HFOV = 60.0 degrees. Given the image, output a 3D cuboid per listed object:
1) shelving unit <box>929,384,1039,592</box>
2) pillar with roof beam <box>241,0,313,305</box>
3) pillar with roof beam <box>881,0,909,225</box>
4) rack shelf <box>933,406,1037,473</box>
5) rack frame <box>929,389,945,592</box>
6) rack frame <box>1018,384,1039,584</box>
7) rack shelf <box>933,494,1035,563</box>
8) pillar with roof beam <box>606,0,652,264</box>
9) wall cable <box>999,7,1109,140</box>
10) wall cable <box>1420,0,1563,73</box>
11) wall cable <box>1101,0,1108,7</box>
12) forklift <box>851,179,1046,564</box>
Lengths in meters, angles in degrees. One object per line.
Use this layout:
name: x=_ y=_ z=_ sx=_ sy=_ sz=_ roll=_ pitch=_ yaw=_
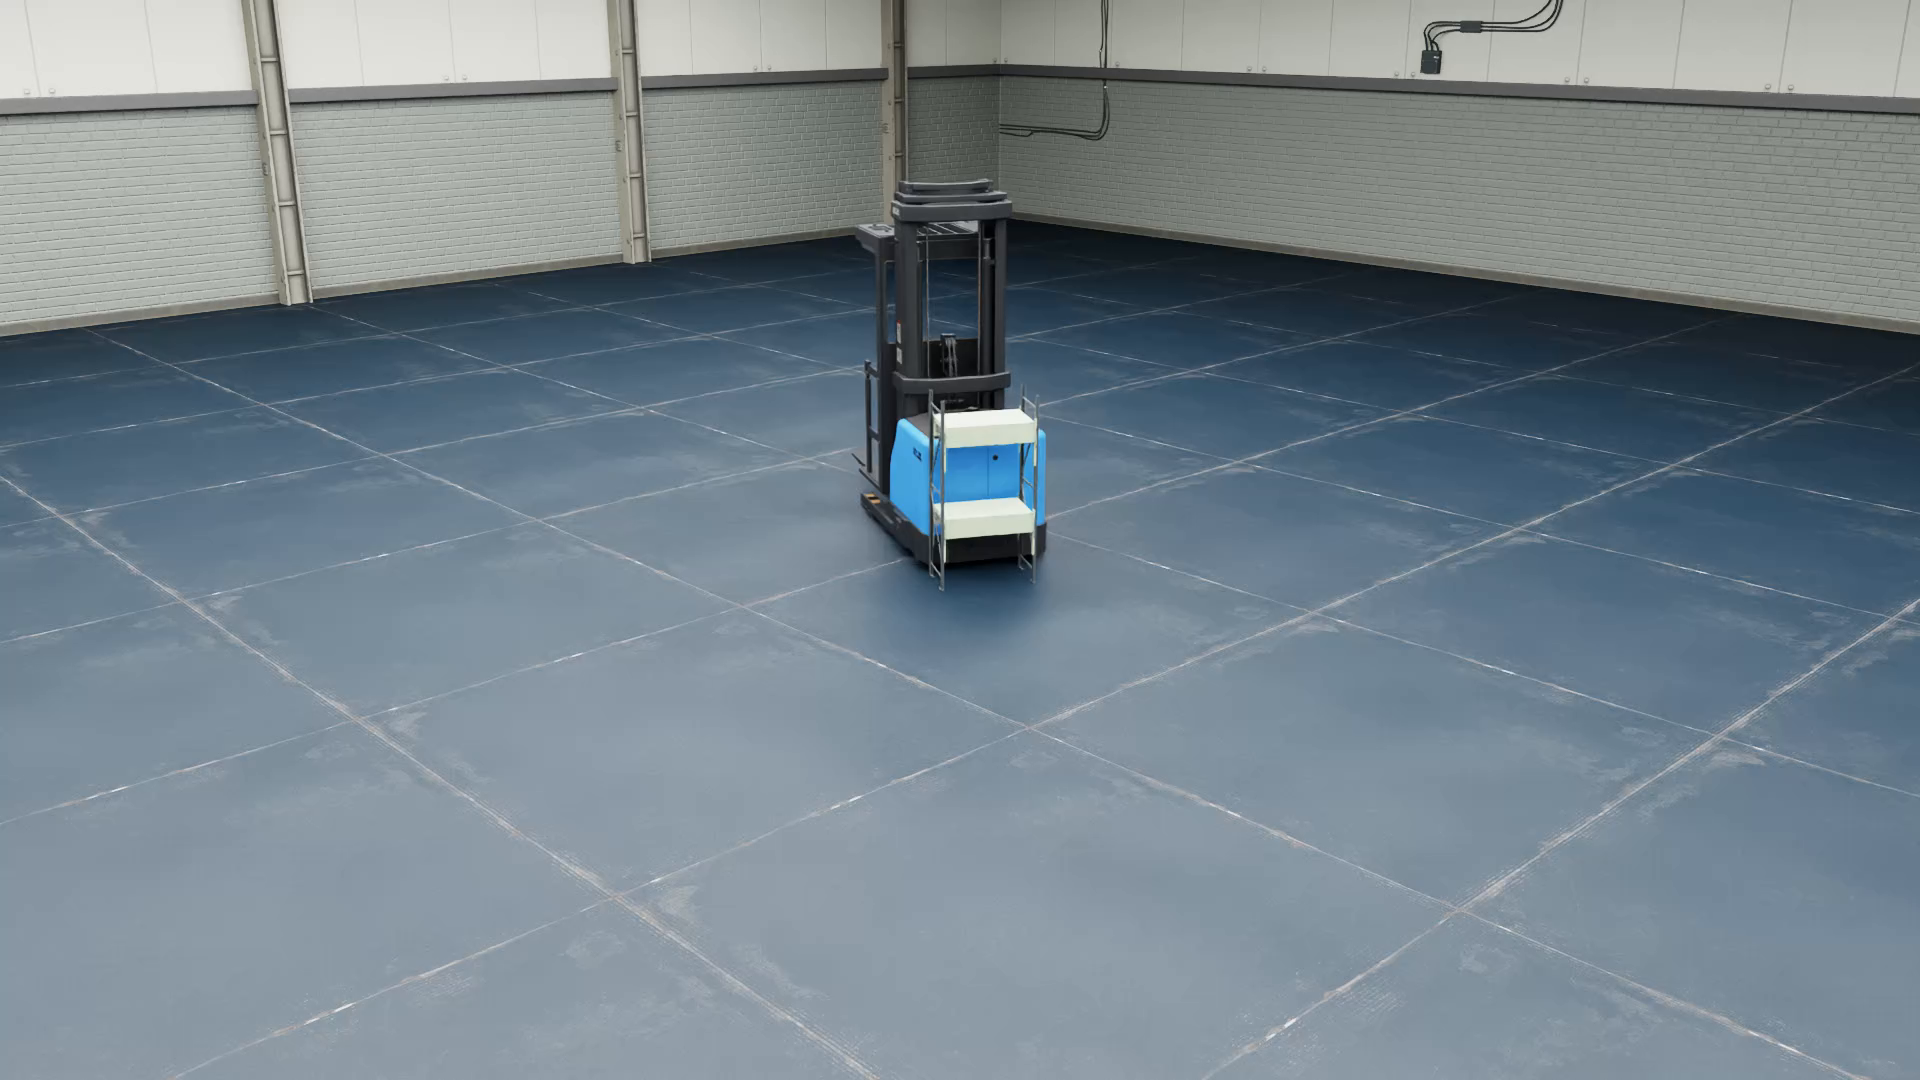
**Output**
shelving unit: x=0.175 y=-0.403 z=12.783 sx=0.755 sy=1.500 sz=0.431 roll=-5 pitch=20 yaw=-14
pillar with roof beam: x=-7.016 y=-6.884 z=20.628 sx=0.400 sy=9.000 sz=9.100 roll=-16 pitch=24 yaw=-41
pillar with roof beam: x=1.704 y=-9.427 z=28.470 sx=0.400 sy=9.000 sz=9.100 roll=-16 pitch=24 yaw=-41
rack shelf: x=0.177 y=-0.772 z=12.657 sx=0.720 sy=0.370 sz=0.431 roll=-5 pitch=20 yaw=-14
rack frame: x=-0.178 y=-0.374 z=12.693 sx=0.023 sy=1.500 sz=0.400 roll=-5 pitch=20 yaw=-14
rack frame: x=0.529 y=-0.432 z=12.873 sx=0.023 sy=1.500 sz=0.400 roll=-5 pitch=20 yaw=-14
rack shelf: x=0.174 y=-0.095 z=12.889 sx=0.720 sy=0.370 sz=0.431 roll=-5 pitch=20 yaw=-14
pillar with roof beam: x=-2.656 y=-8.156 z=24.549 sx=0.400 sy=9.000 sz=9.100 roll=-16 pitch=24 yaw=-41
wall cable: x=1.795 y=-9.243 z=32.936 sx=0.112 sy=2.526 sz=3.097 roll=-16 pitch=24 yaw=-41
wall cable: x=8.306 y=-10.207 z=25.360 sx=0.169 sy=6.003 sz=2.305 roll=-16 pitch=24 yaw=-41
wall cable: x=3.654 y=-11.039 z=30.287 sx=0.112 sy=2.526 sz=3.097 roll=-16 pitch=24 yaw=-41
forklift: x=-0.244 y=-1.617 z=14.221 sx=1.130 sy=2.935 sz=3.031 roll=-6 pitch=19 yaw=-17
